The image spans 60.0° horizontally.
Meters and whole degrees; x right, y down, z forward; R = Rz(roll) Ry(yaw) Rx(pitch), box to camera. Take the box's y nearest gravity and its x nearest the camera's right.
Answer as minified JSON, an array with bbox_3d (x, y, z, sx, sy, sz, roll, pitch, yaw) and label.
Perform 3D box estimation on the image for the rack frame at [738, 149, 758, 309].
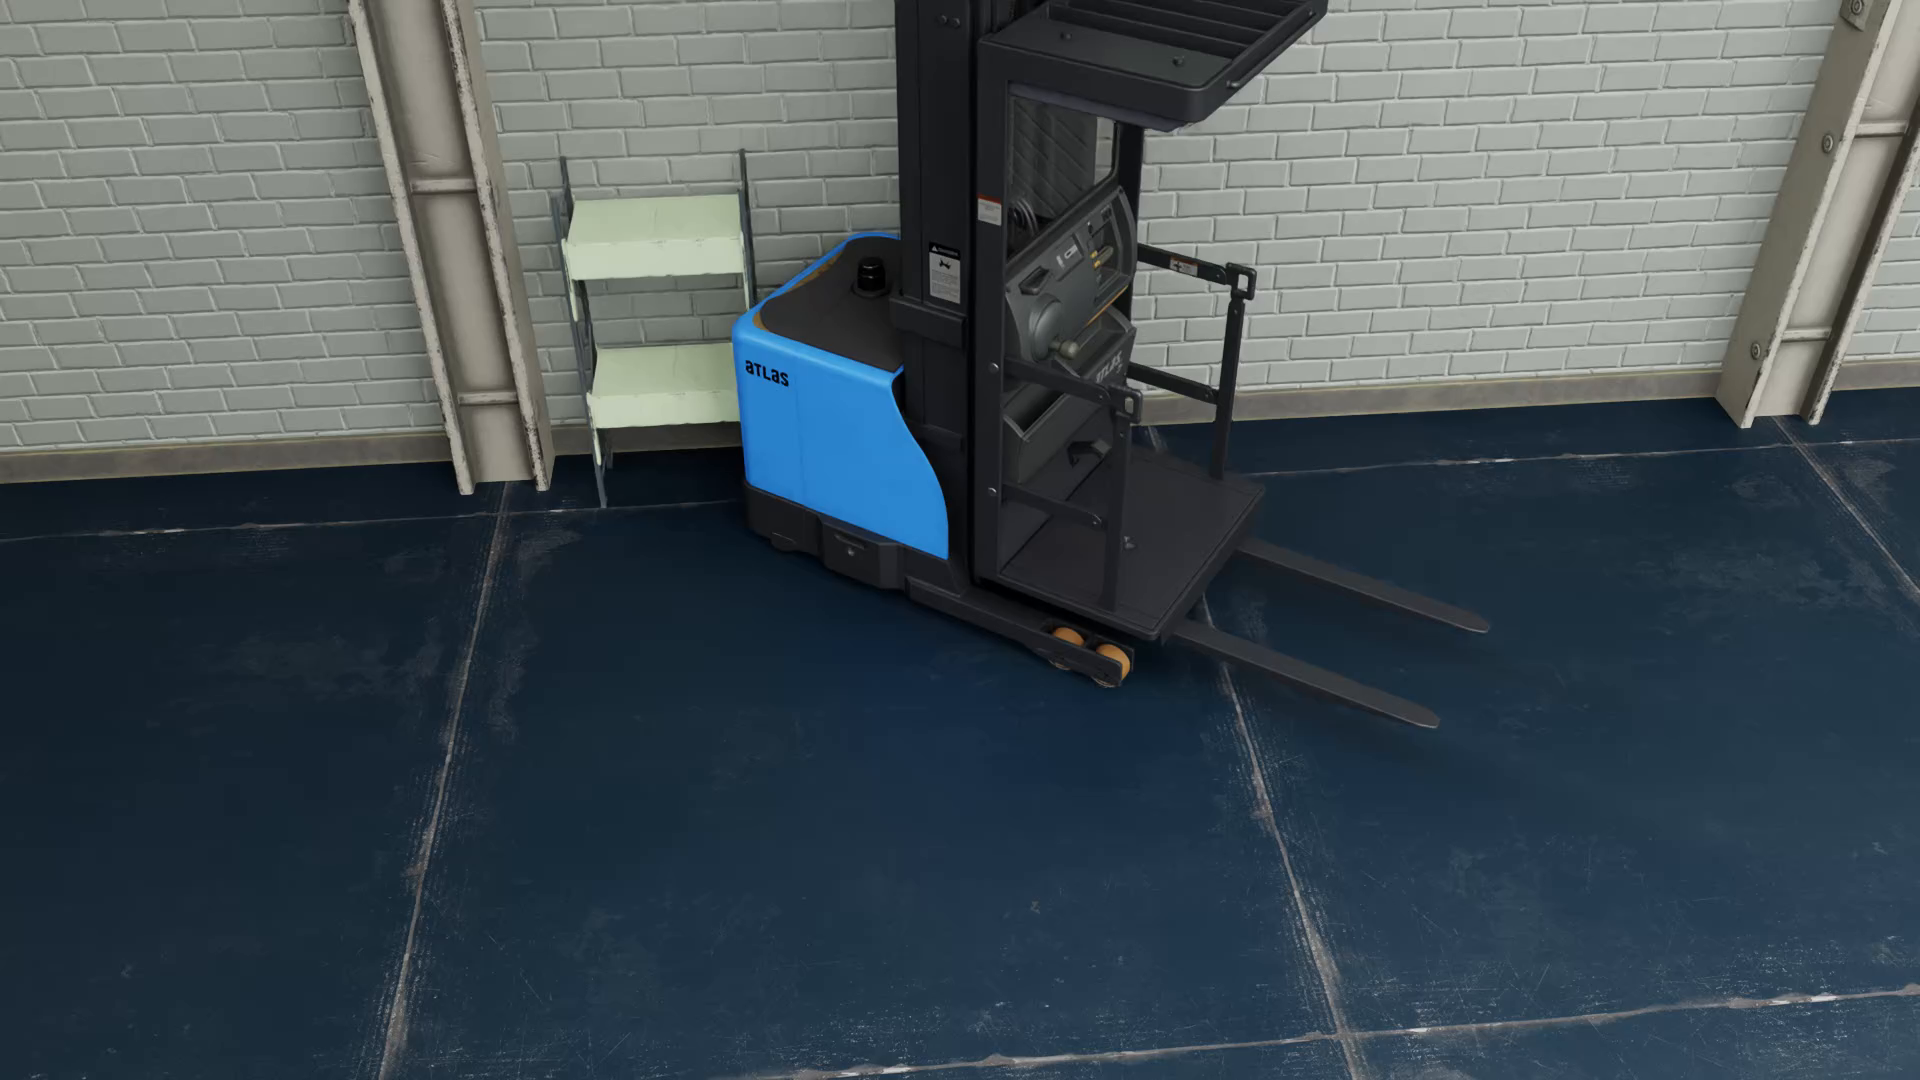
[{"bbox_3d":[-0.880,-0.900,7.169,0.023,1.500,0.400,-3,37,-4],"label":"rack frame"}]

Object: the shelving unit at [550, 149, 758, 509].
[{"bbox_3d":[-1.244,-0.879,7.144,0.755,1.500,0.431,-3,37,-4],"label":"shelving unit"}]

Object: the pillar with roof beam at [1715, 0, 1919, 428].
[{"bbox_3d":[4.283,-1.516,1.907,0.400,9.000,9.100,-3,38,-4],"label":"pillar with roof beam"}]

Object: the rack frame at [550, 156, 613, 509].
[{"bbox_3d":[-1.609,-0.858,7.119,0.023,1.500,0.400,-3,37,-4],"label":"rack frame"}]

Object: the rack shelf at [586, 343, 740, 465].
[{"bbox_3d":[-1.243,-0.619,7.341,0.720,0.370,0.431,-3,37,-4],"label":"rack shelf"}]

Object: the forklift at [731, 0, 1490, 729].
[{"bbox_3d":[0.598,-0.953,6.091,3.031,2.935,1.130,20,43,24],"label":"forklift"}]

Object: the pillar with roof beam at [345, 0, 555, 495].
[{"bbox_3d":[-1.694,-1.187,1.490,0.400,9.000,9.100,-3,38,-4],"label":"pillar with roof beam"}]

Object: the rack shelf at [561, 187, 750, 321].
[{"bbox_3d":[-1.246,-1.190,6.908,0.720,0.370,0.431,-3,37,-4],"label":"rack shelf"}]
